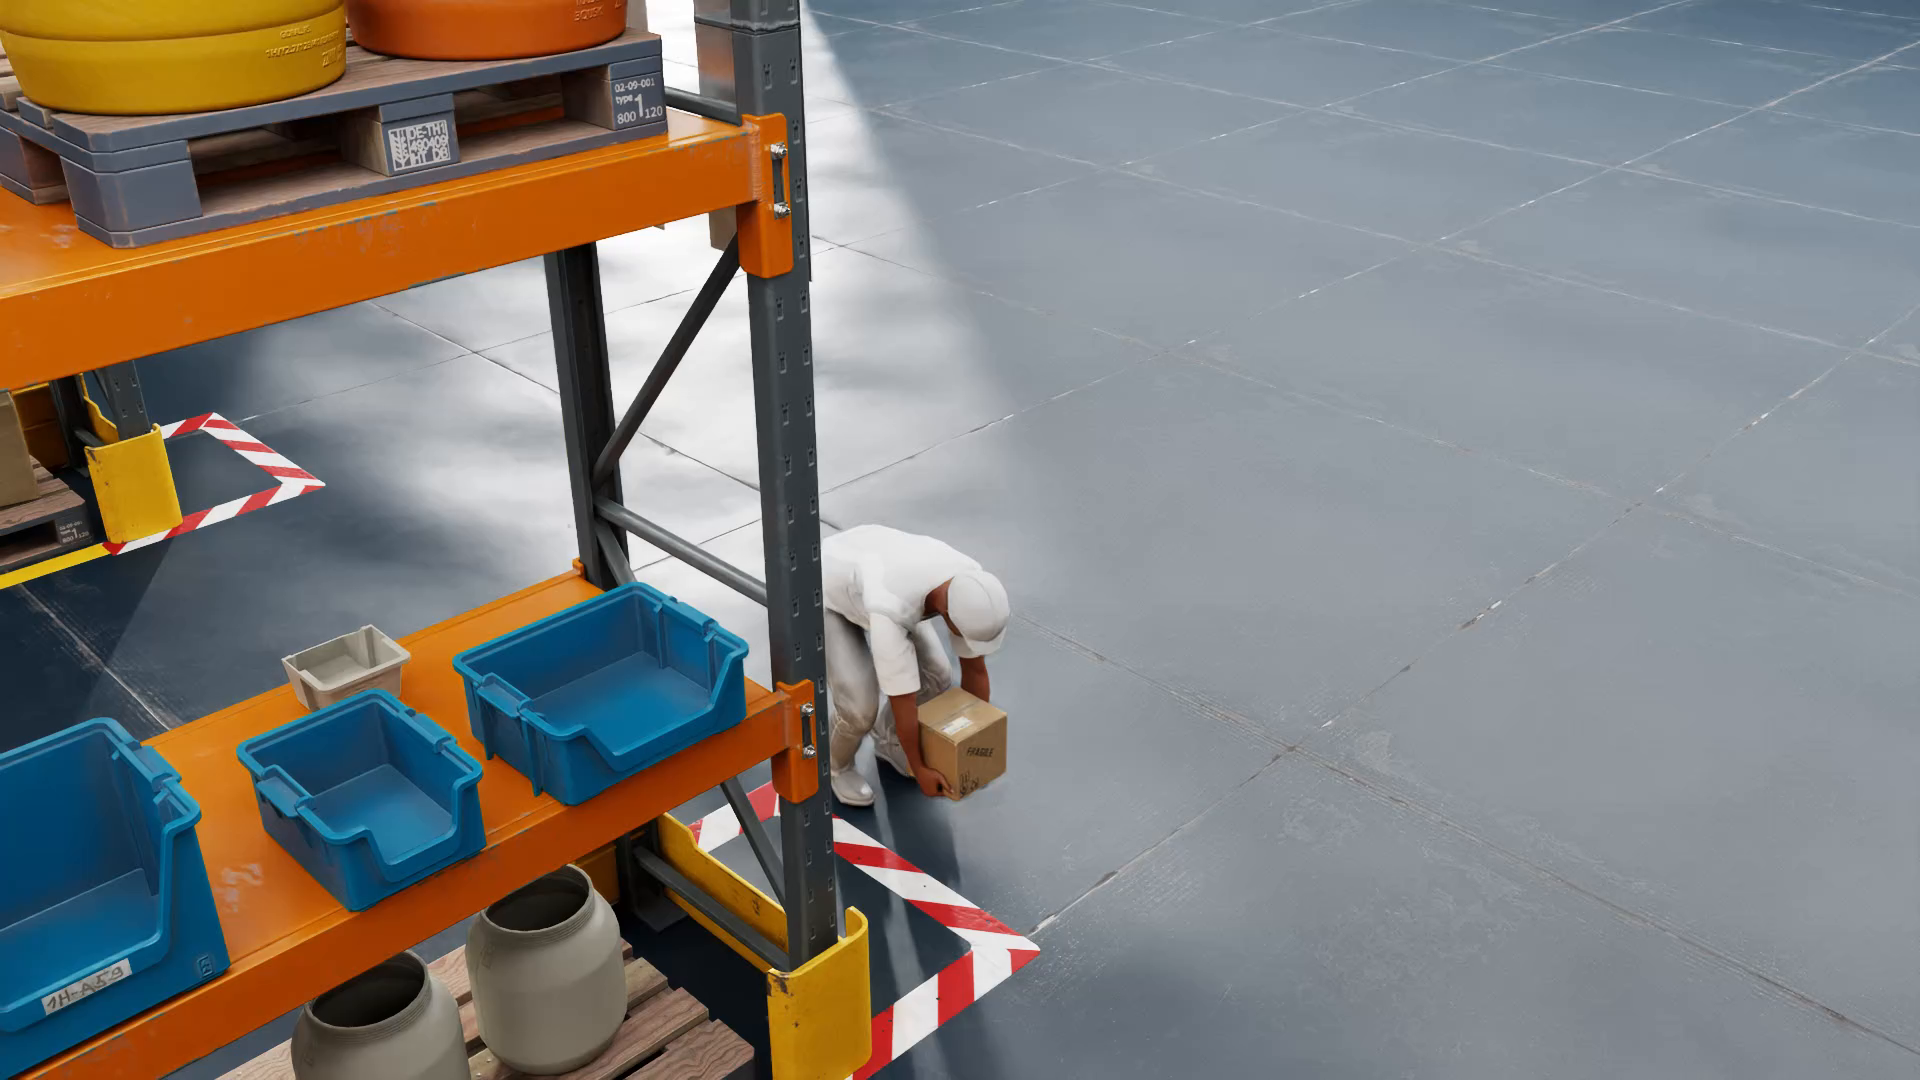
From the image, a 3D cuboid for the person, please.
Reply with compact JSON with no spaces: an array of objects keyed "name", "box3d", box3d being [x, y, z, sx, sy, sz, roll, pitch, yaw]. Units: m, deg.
[{"name":"person","box3d":[-0.188,0.468,5.917,0.514,1.099,0.965,-22,35,-36]}]
